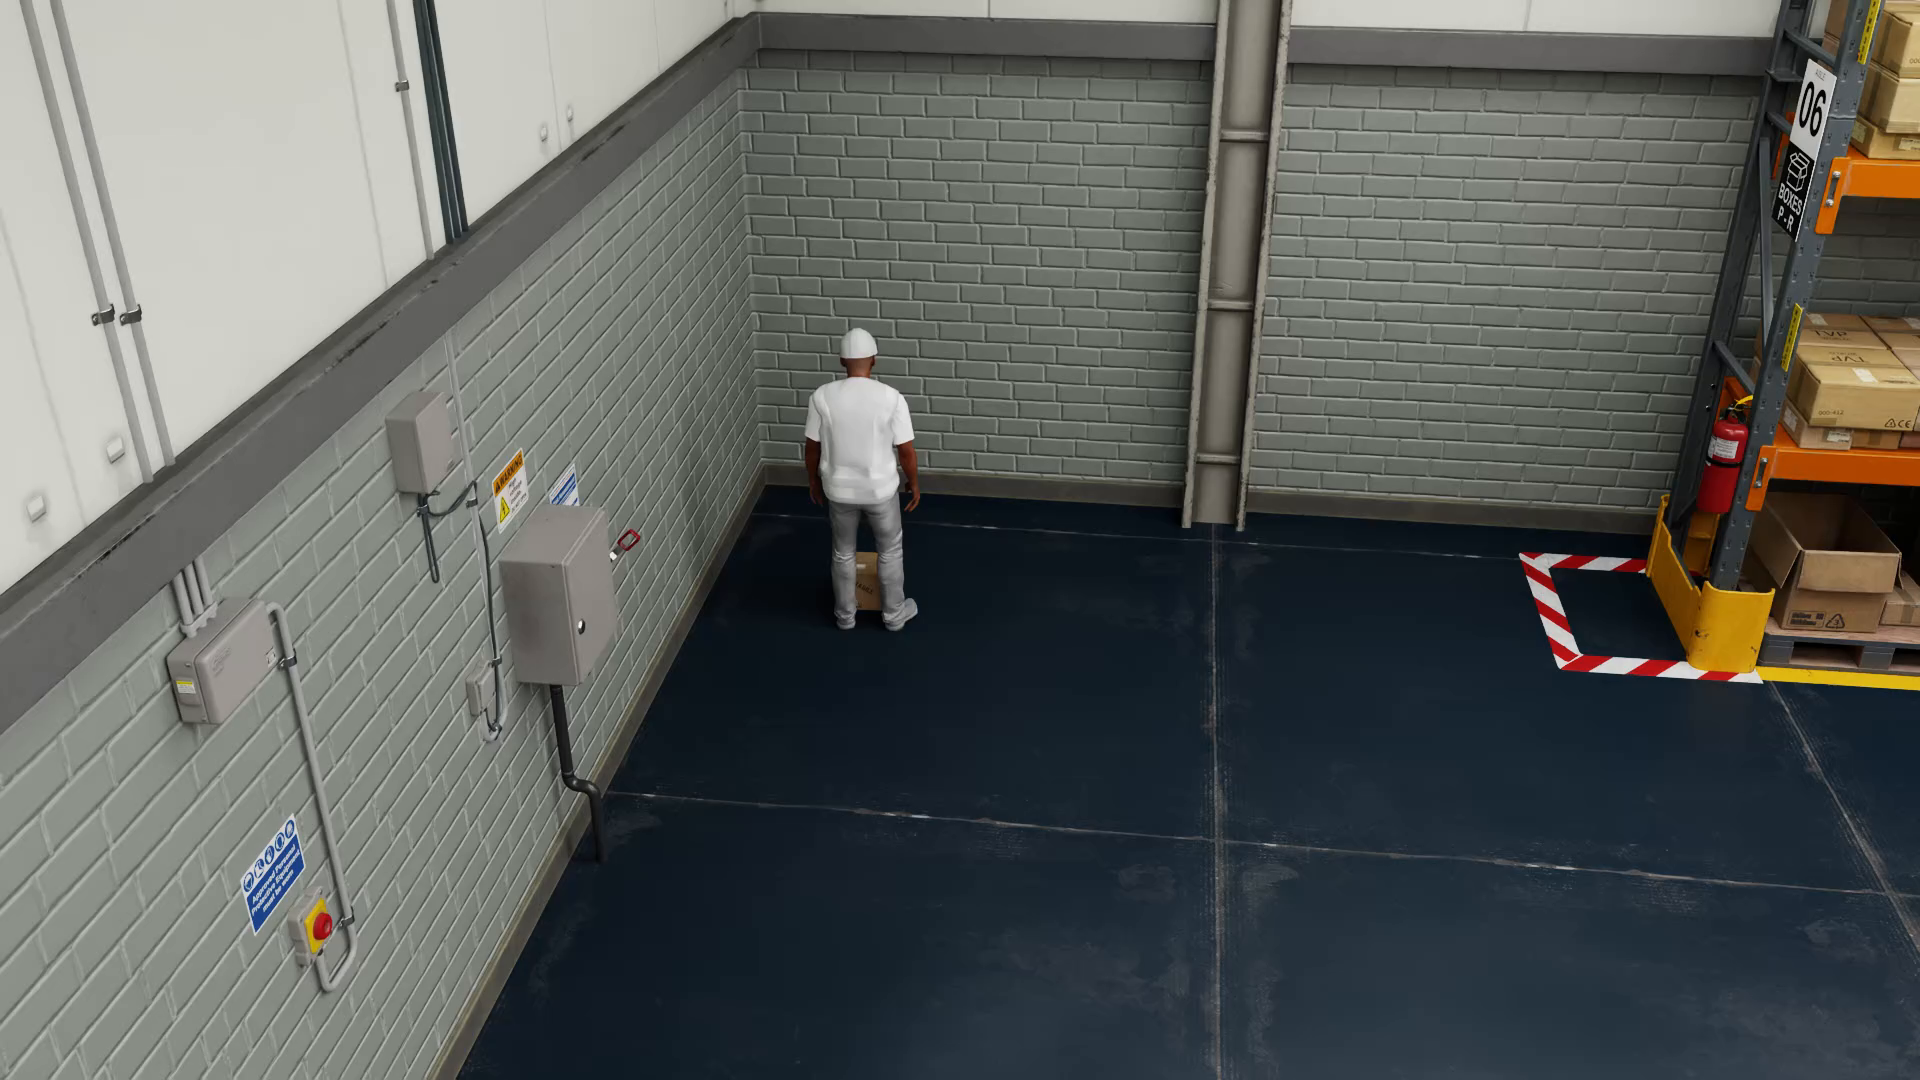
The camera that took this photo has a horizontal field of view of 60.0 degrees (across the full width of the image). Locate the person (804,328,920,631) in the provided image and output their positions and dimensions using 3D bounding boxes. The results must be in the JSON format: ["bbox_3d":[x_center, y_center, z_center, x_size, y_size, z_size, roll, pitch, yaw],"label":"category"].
[{"bbox_3d":[-0.535,-0.314,9.188,0.628,1.761,0.456,4,28,7],"label":"person"}]
